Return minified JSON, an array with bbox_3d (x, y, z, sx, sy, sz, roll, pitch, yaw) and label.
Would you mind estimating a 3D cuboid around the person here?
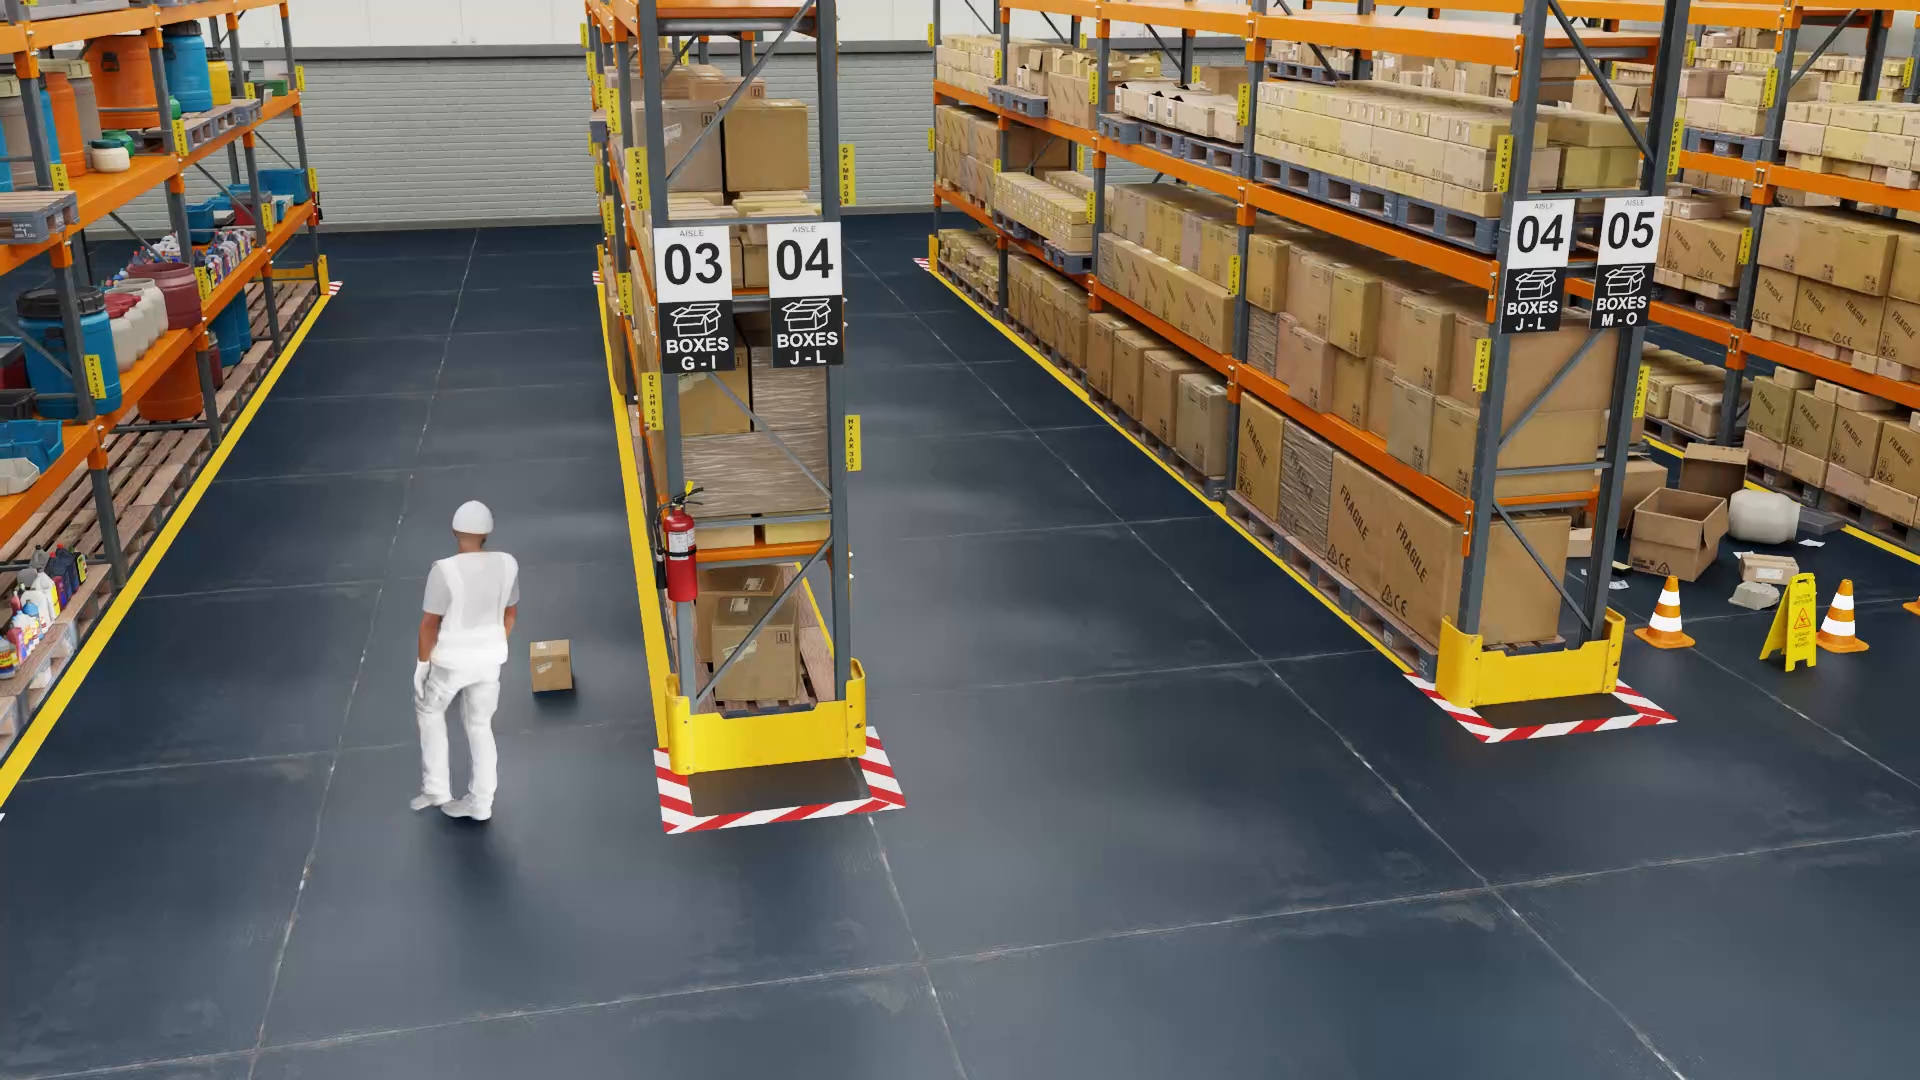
[{"bbox_3d":[-2.730,0.654,9.128,0.463,1.770,0.677,17,26,40],"label":"person"}]
